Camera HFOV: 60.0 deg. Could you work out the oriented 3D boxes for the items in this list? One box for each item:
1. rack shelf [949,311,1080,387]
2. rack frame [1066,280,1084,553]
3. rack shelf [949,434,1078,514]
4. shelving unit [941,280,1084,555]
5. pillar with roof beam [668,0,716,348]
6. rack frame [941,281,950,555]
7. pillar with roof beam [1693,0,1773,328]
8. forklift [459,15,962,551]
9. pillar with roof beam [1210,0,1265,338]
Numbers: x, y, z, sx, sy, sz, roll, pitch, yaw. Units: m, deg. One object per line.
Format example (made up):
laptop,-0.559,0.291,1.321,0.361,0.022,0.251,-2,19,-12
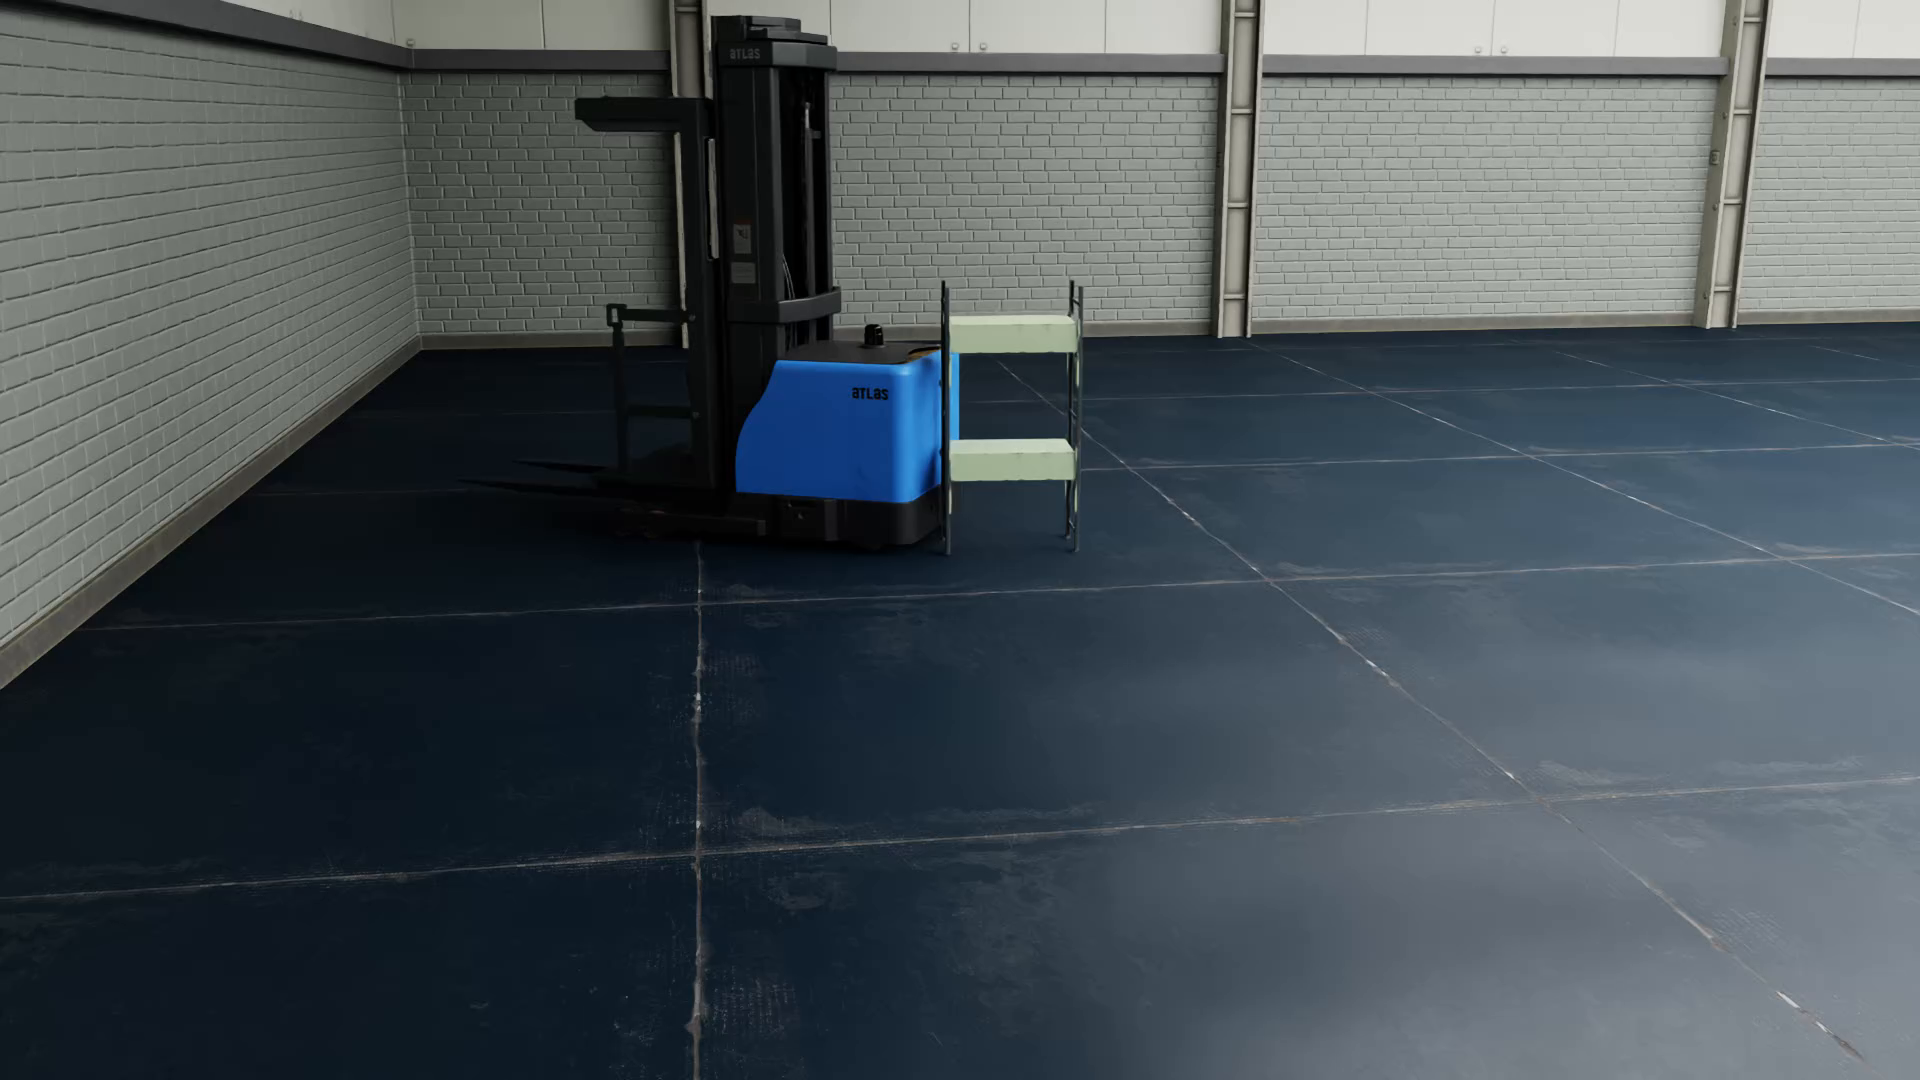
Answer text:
rack shelf,0.284,-1.075,9.321,0.720,0.370,0.431,-1,14,-4
rack frame,0.649,-0.703,9.441,0.023,1.500,0.400,-1,14,-4
rack shelf,0.284,-0.380,9.495,0.720,0.370,0.431,-1,14,-4
shelving unit,0.284,-0.696,9.415,0.755,1.500,0.431,-1,14,-4
pillar with roof beam,-2.194,-5.453,12.964,0.400,9.000,9.100,-2,14,-8
rack frame,-0.081,-0.690,9.390,0.023,1.500,0.400,-1,14,-4
pillar with roof beam,9.672,-5.887,14.698,0.400,9.000,9.100,-2,14,-8
forklift,-1.564,-1.548,9.868,3.031,2.935,1.130,4,15,17
pillar with roof beam,3.739,-5.670,13.831,0.400,9.000,9.100,-2,14,-8
